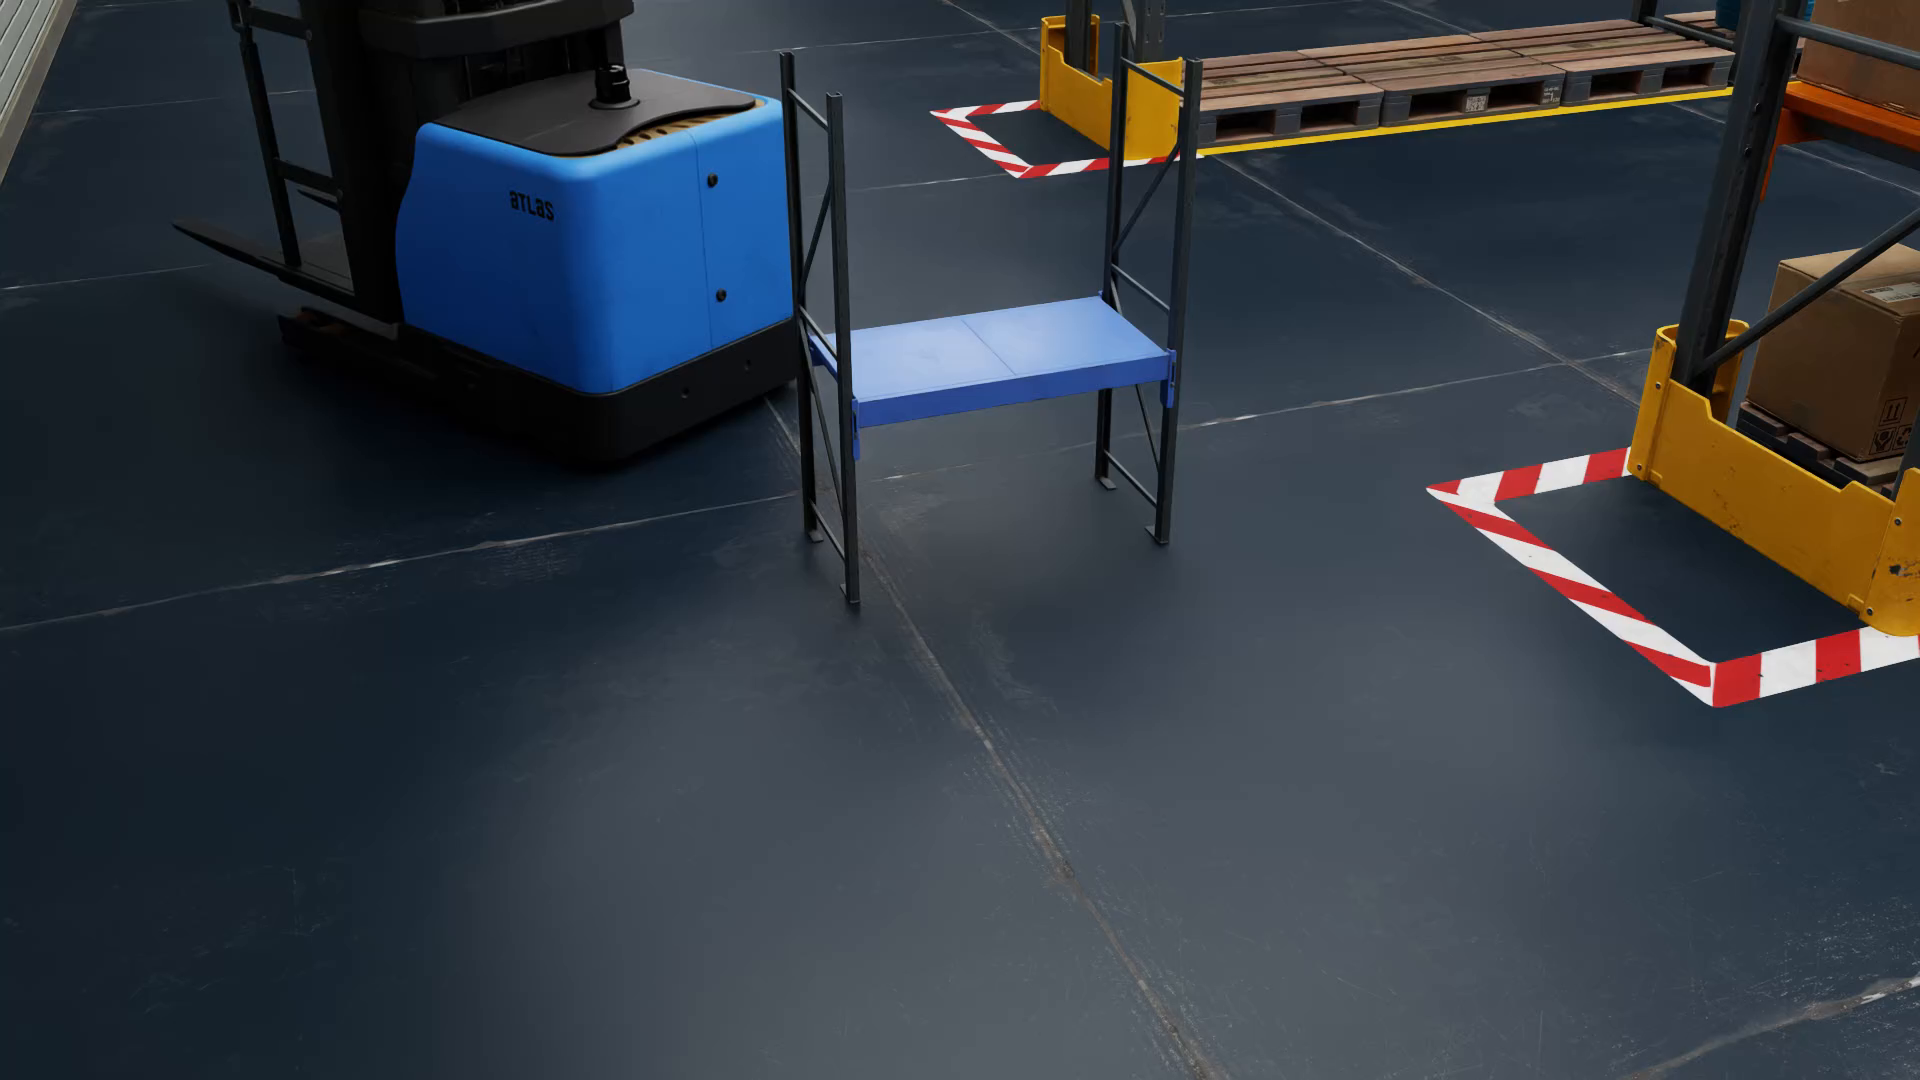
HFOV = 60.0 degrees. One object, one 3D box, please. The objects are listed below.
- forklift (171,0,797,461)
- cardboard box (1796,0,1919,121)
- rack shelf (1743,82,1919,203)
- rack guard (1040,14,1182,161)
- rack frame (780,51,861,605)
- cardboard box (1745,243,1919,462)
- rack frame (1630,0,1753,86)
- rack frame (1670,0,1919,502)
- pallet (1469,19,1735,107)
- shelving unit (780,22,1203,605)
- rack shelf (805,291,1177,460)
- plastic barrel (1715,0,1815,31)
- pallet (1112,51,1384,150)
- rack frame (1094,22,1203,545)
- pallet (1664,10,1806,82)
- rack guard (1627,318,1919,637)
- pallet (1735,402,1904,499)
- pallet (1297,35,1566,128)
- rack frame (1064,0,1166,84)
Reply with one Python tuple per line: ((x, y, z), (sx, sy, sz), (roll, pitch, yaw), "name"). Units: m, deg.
((-2.036, -2.124, 6.017), (3.031, 2.935, 1.130), (22, 36, 33), "forklift")
((2.875, -1.551, 4.841), (0.500, 0.500, 0.500), (-9, 31, -16), "cardboard box")
((4.424, -1.337, 5.293), (4.000, 0.370, 1.077), (-10, 31, -18), "rack shelf")
((0.808, -2.507, 9.145), (0.348, 0.500, 1.175), (-10, 31, -18), "rack guard")
((-0.396, -0.579, 4.751), (0.032, 1.500, 0.500), (-10, 31, -18), "rack frame")
((2.973, -0.617, 5.384), (0.500, 0.500, 0.500), (-10, 31, -18), "cardboard box")
((4.575, -4.293, 9.756), (0.127, 3.000, 1.000), (-10, 31, -18), "rack frame")
((2.550, -1.304, 4.509), (0.127, 3.000, 1.000), (-10, 31, -18), "rack frame")
((3.899, -2.937, 10.192), (1.213, 0.211, 1.003), (-10, 31, -18), "pallet")
((0.080, -0.666, 4.905), (1.048, 1.500, 0.538), (-10, 31, -18), "shelving unit")
((0.080, -0.510, 4.994), (1.000, 0.185, 0.538), (-10, 31, -18), "rack shelf")
((5.091, -3.650, 10.322), (0.708, 0.901, 0.600), (-10, 31, -18), "plastic barrel")
((1.612, -2.516, 9.452), (1.213, 0.211, 1.003), (-10, 31, -18), "pallet")
((0.556, -0.754, 5.059), (0.032, 1.500, 0.500), (-10, 31, -18), "rack frame")
((5.313, -3.196, 10.646), (1.213, 0.211, 1.003), (-10, 31, -18), "pallet")
((2.621, -0.231, 5.151), (0.348, 0.500, 1.175), (-10, 31, -18), "rack guard")
((3.368, -0.244, 5.465), (1.213, 0.211, 1.003), (-10, 31, -18), "pallet")
((2.754, -2.724, 9.819), (1.213, 0.211, 1.003), (-10, 31, -18), "pallet")
((0.826, -3.603, 8.544), (0.127, 3.000, 1.000), (-10, 31, -18), "rack frame")
